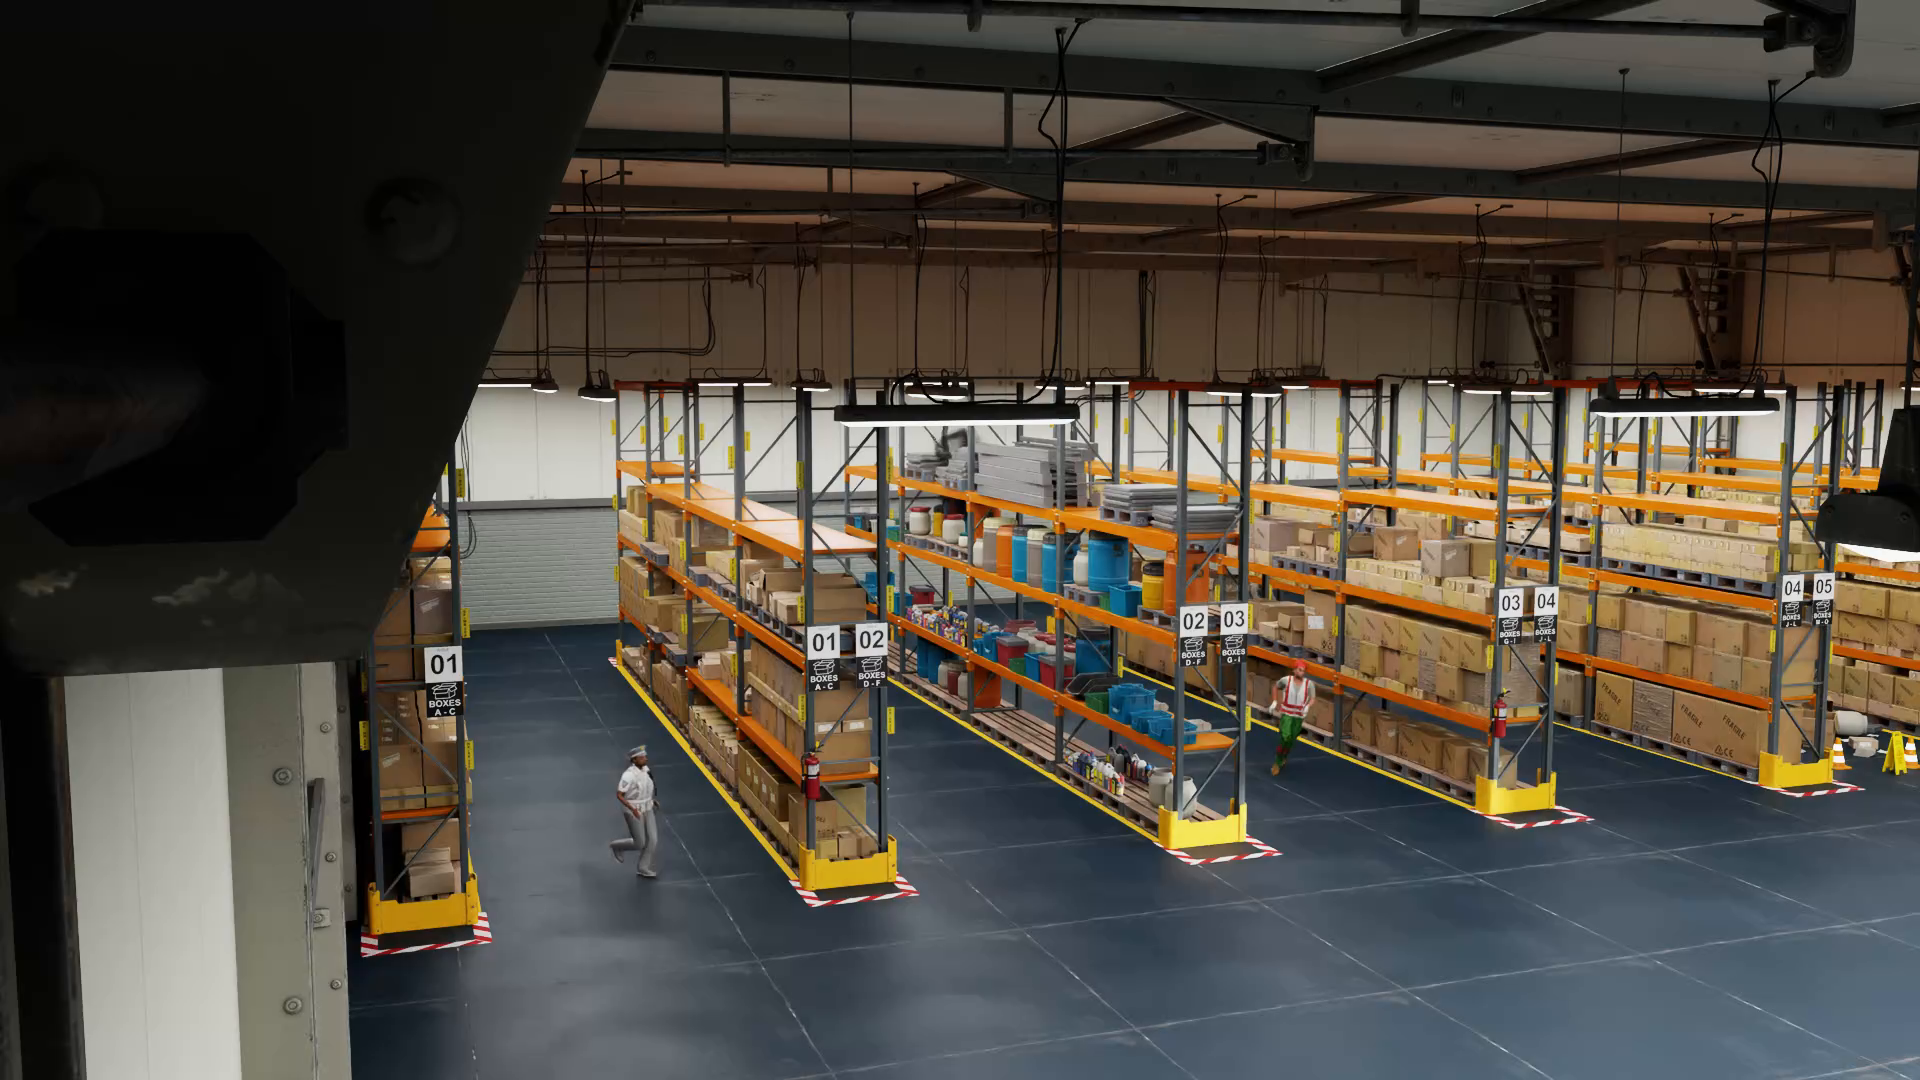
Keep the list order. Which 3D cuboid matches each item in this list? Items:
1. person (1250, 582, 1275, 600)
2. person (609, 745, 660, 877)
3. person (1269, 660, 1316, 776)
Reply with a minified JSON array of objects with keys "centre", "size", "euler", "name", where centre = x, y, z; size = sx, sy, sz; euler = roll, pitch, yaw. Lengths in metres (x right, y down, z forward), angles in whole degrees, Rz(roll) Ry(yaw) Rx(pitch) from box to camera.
[{"centre":[7.740,0.987,42.461],"size":[0.785,1.787,0.646],"euler":[-4,7,-35],"name":"person"},{"centre":[-4.033,3.341,20.626],"size":[0.653,1.653,0.586],"euler":[3,7,30],"name":"person"},{"centre":[5.132,2.715,25.737],"size":[0.717,1.751,0.834],"euler":[0,6,0],"name":"person"}]
